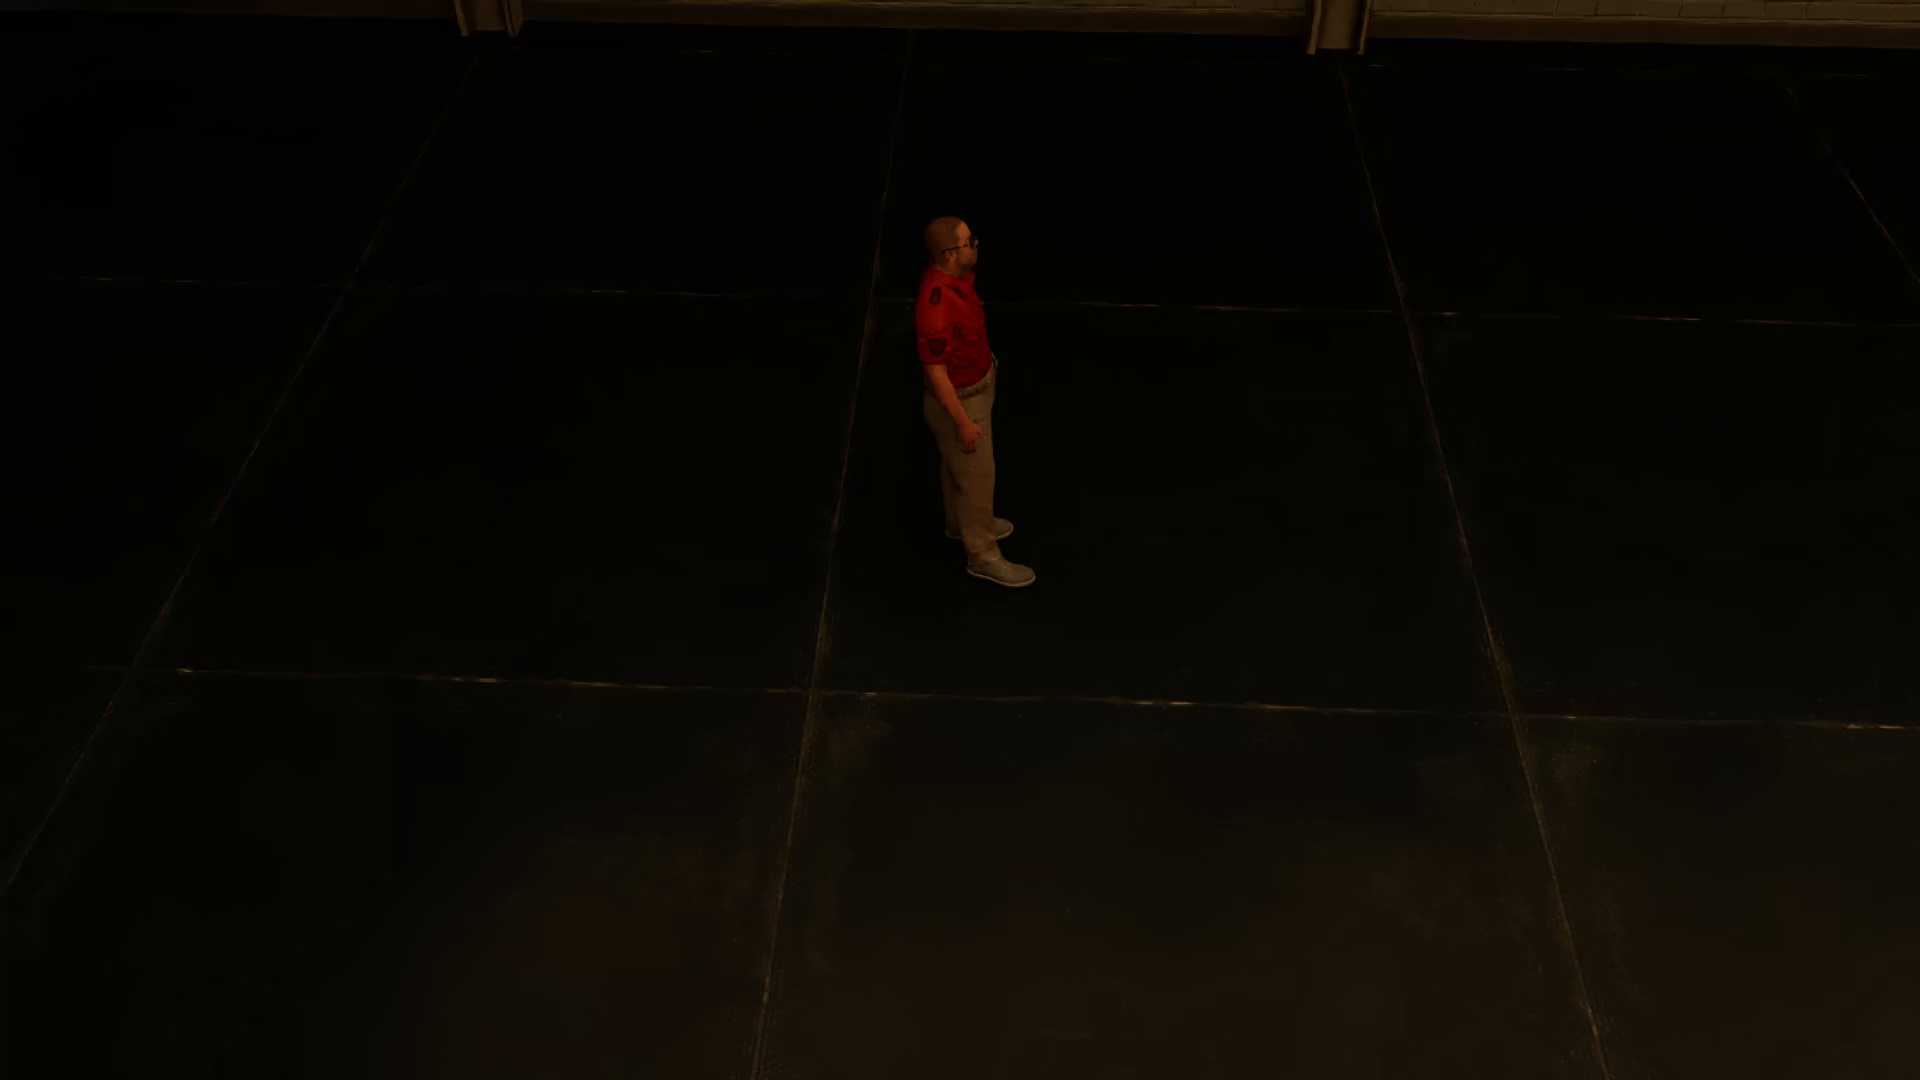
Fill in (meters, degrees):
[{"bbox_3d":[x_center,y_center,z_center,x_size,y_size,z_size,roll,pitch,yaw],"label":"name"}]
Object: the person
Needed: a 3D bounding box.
[{"bbox_3d":[0.089,-0.633,7.317,0.550,1.726,0.640,2,42,2],"label":"person"}]
